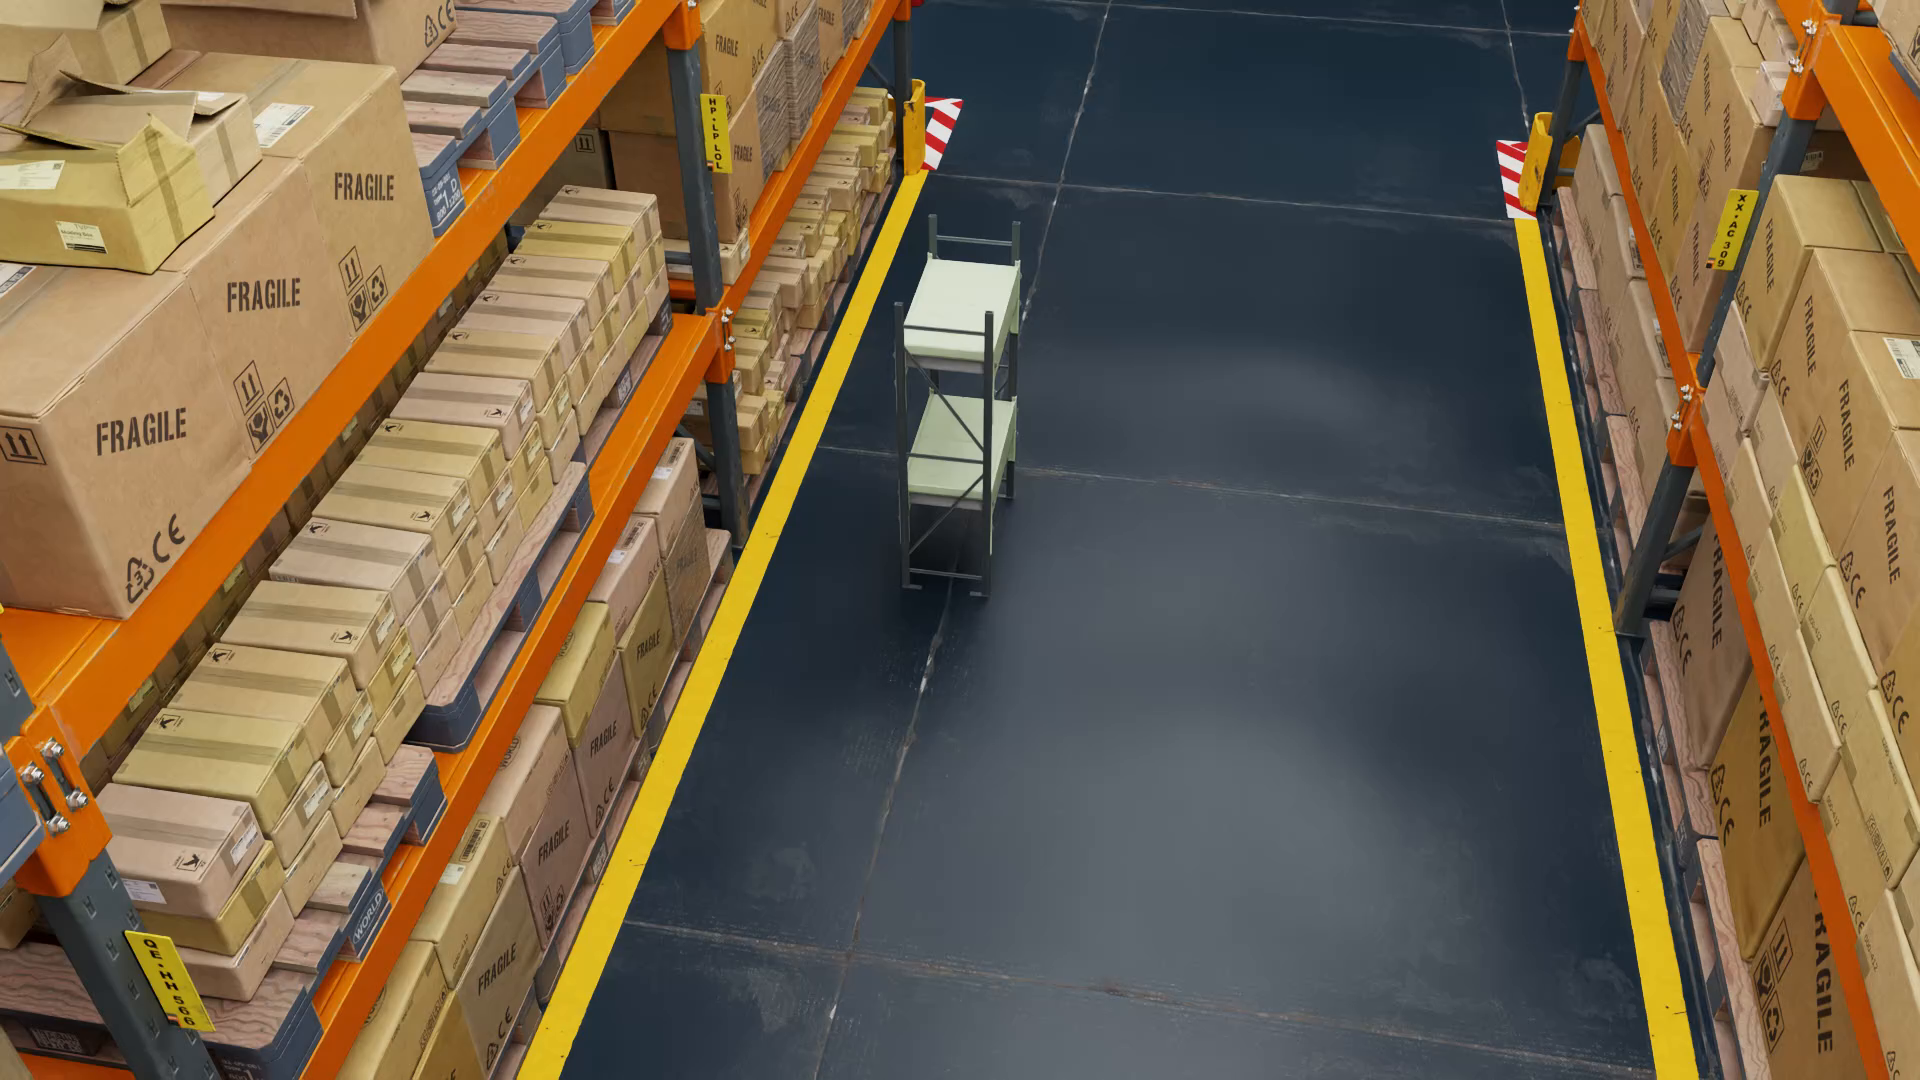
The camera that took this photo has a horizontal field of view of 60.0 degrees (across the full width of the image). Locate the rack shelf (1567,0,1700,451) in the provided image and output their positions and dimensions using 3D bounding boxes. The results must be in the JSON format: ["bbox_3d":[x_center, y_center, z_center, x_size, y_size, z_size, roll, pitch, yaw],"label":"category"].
[{"bbox_3d":[3.739,-1.695,8.108,1.077,0.370,4.000,6,40,8],"label":"rack shelf"}]

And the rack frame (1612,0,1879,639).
[{"bbox_3d":[3.393,-0.717,6.360,1.000,3.000,0.127,6,40,8],"label":"rack frame"}]

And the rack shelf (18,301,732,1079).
[{"bbox_3d":[-1.846,0.333,5.655,1.077,0.370,4.000,6,40,8],"label":"rack shelf"}]

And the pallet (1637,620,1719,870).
[{"bbox_3d":[3.334,0.850,6.653,1.003,0.211,1.213,6,40,8],"label":"pallet"}]

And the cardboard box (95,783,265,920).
[{"bbox_3d":[-1.920,0.745,3.993,0.380,0.149,0.250,6,40,8],"label":"cardboard box"}]

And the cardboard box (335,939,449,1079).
[{"bbox_3d":[-1.834,1.417,4.823,0.500,0.250,0.500,5,40,6],"label":"cardboard box"}]

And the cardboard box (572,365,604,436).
[{"bbox_3d":[-1.507,-0.517,5.986,0.380,0.149,0.250,4,40,5],"label":"cardboard box"}]

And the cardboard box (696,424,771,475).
[{"bbox_3d":[-1.120,-0.456,7.952,0.380,0.149,0.250,5,40,6],"label":"cardboard box"}]

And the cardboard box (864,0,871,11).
[{"bbox_3d":[-0.726,-3.230,9.088,0.500,0.500,0.500,6,40,7],"label":"cardboard box"}]

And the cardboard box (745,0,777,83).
[{"bbox_3d":[-1.107,-2.322,7.204,0.500,0.500,0.500,5,40,6],"label":"cardboard box"}]

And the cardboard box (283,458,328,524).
[{"bbox_3d":[-2.290,-0.201,5.370,0.380,0.149,0.250,6,40,7],"label":"cardboard box"}]

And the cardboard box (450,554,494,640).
[{"bbox_3d":[-1.688,0.155,5.173,0.380,0.149,0.250,7,40,8],"label":"cardboard box"}]

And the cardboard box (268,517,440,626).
[{"bbox_3d":[-1.739,0.089,4.786,0.380,0.149,0.250,8,40,10],"label":"cardboard box"}]

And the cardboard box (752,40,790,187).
[{"bbox_3d":[-1.087,-1.947,7.536,0.500,0.500,0.500,6,40,8],"label":"cardboard box"}]

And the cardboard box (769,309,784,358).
[{"bbox_3d":[-1.110,-1.064,8.455,0.380,0.149,0.250,4,40,5],"label":"cardboard box"}]

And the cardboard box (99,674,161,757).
[{"bbox_3d":[-2.468,0.438,4.598,0.380,0.149,0.250,7,40,9],"label":"cardboard box"}]

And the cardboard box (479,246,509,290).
[{"bbox_3d":[-2.021,-1.068,6.652,0.380,0.149,0.250,5,40,6],"label":"cardboard box"}]

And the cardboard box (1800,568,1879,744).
[{"bbox_3d":[2.778,0.354,4.789,0.500,0.250,0.500,5,40,6],"label":"cardboard box"}]

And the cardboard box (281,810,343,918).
[{"bbox_3d":[-1.869,0.819,4.370,0.380,0.149,0.250,8,40,10],"label":"cardboard box"}]

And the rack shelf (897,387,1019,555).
[{"bbox_3d":[-0.001,-0.323,7.572,0.431,0.370,0.720,6,40,8],"label":"rack shelf"}]

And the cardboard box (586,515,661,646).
[{"bbox_3d":[-1.482,0.129,6.380,0.500,0.250,0.500,8,40,10],"label":"cardboard box"}]

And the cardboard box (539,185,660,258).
[{"bbox_3d":[-1.377,-1.221,6.370,0.380,0.149,0.250,8,40,10],"label":"cardboard box"}]

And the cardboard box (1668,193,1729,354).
[{"bbox_3d":[3.222,-1.075,6.715,0.500,0.500,0.500,7,40,8],"label":"cardboard box"}]

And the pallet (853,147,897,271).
[{"bbox_3d":[-0.996,-2.082,10.199,1.003,0.211,1.213,6,40,8],"label":"pallet"}]

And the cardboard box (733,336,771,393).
[{"bbox_3d":[-1.130,-0.852,7.964,0.380,0.149,0.250,8,40,10],"label":"cardboard box"}]

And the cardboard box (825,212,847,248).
[{"bbox_3d":[-0.846,-1.714,9.240,0.380,0.149,0.250,8,40,10],"label":"cardboard box"}]

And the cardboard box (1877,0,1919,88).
[{"bbox_3d":[2.955,-1.553,4.609,0.500,0.500,0.500,6,40,7],"label":"cardboard box"}]

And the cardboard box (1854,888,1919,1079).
[{"bbox_3d":[2.606,1.182,4.180,0.500,0.250,0.500,7,40,8],"label":"cardboard box"}]

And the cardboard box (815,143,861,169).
[{"bbox_3d":[-0.777,-2.159,9.545,0.380,0.149,0.250,5,40,6],"label":"cardboard box"}]

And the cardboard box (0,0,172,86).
[{"bbox_3d":[-2.176,-1.271,3.997,0.396,0.266,0.258,6,40,8],"label":"cardboard box"}]

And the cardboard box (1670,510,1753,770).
[{"bbox_3d":[3.364,0.338,6.422,0.875,0.875,0.875,8,40,9],"label":"cardboard box"}]

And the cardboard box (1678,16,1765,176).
[{"bbox_3d":[3.298,-1.785,6.789,0.500,0.500,0.500,6,40,7],"label":"cardboard box"}]

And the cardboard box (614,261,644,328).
[{"bbox_3d":[-1.419,-0.942,6.267,0.380,0.149,0.250,7,40,8],"label":"cardboard box"}]

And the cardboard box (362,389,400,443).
[{"bbox_3d":[-2.199,-0.420,5.868,0.380,0.149,0.250,5,40,6],"label":"cardboard box"}]

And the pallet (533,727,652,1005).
[{"bbox_3d":[-1.842,1.132,6.313,1.003,0.211,1.213,6,40,8],"label":"pallet"}]

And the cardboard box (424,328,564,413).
[{"bbox_3d":[-1.561,-0.571,5.584,0.380,0.149,0.250,5,40,6],"label":"cardboard box"}]

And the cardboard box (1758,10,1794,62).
[{"bbox_3d":[3.338,-1.929,6.453,0.380,0.149,0.250,6,40,8],"label":"cardboard box"}]

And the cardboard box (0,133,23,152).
[{"bbox_3d":[-2.270,-0.586,3.769,0.500,0.500,0.500,6,40,8],"label":"cardboard box"}]

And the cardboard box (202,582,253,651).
[{"bbox_3d":[-2.379,0.243,5.066,0.380,0.149,0.250,5,40,6],"label":"cardboard box"}]

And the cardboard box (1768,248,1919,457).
[{"bbox_3d":[2.973,-0.574,5.324,0.500,0.500,0.500,6,40,7],"label":"cardboard box"}]

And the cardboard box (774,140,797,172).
[{"bbox_3d":[-1.002,-1.909,7.999,0.380,0.149,0.250,7,40,8],"label":"cardboard box"}]

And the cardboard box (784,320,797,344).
[{"bbox_3d":[-1.076,-1.122,8.758,0.380,0.149,0.250,5,40,6],"label":"cardboard box"}]

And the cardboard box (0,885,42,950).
[{"bbox_3d":[-2.559,0.885,4.290,0.380,0.149,0.250,7,40,8],"label":"cardboard box"}]

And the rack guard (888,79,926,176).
[{"bbox_3d":[-0.821,-2.699,10.719,1.175,0.500,0.348,6,40,8],"label":"rack guard"}]

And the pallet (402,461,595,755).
[{"bbox_3d":[-1.890,0.138,5.477,1.003,0.211,1.213,6,40,8],"label":"pallet"}]

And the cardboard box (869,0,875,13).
[{"bbox_3d":[-0.694,-3.067,9.399,0.380,0.149,0.250,6,40,7],"label":"cardboard box"}]

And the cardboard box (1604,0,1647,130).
[{"bbox_3d":[3.553,-2.359,8.267,0.500,0.500,0.500,6,40,7],"label":"cardboard box"}]

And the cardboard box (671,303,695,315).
[{"bbox_3d":[-1.532,-1.220,8.409,0.380,0.149,0.250,8,40,9],"label":"cardboard box"}]

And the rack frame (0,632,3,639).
[{"bbox_3d":[-2.192,-1.002,1.996,1.000,3.000,0.127,6,40,8],"label":"rack frame"}]

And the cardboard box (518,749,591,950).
[{"bbox_3d":[-1.651,1.058,5.846,0.500,0.500,0.500,5,40,7],"label":"cardboard box"}]

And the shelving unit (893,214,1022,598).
[{"bbox_3d":[-0.001,-0.574,7.364,0.431,1.500,0.755,6,40,8],"label":"shelving unit"}]

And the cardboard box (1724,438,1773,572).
[{"bbox_3d":[2.969,-0.088,5.716,0.500,0.250,0.500,5,40,7],"label":"cardboard box"}]

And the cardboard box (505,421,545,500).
[{"bbox_3d":[-1.599,-0.280,5.466,0.380,0.149,0.250,7,40,8],"label":"cardboard box"}]

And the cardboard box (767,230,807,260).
[{"bbox_3d":[-1.022,-1.513,8.764,0.380,0.149,0.250,5,40,6],"label":"cardboard box"}]

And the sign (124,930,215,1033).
[{"bbox_3d":[-1.645,0.923,3.467,0.100,0.325,0.005,6,40,8],"label":"sign"}]

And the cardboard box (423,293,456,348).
[{"bbox_3d":[-2.108,-0.858,6.165,0.380,0.149,0.250,7,40,9],"label":"cardboard box"}]

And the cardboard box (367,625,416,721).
[{"bbox_3d":[-1.780,0.353,4.700,0.380,0.149,0.250,7,40,8],"label":"cardboard box"}]

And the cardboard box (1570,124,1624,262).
[{"bbox_3d":[4.069,-1.977,9.565,0.875,0.438,0.875,5,40,6],"label":"cardboard box"}]
